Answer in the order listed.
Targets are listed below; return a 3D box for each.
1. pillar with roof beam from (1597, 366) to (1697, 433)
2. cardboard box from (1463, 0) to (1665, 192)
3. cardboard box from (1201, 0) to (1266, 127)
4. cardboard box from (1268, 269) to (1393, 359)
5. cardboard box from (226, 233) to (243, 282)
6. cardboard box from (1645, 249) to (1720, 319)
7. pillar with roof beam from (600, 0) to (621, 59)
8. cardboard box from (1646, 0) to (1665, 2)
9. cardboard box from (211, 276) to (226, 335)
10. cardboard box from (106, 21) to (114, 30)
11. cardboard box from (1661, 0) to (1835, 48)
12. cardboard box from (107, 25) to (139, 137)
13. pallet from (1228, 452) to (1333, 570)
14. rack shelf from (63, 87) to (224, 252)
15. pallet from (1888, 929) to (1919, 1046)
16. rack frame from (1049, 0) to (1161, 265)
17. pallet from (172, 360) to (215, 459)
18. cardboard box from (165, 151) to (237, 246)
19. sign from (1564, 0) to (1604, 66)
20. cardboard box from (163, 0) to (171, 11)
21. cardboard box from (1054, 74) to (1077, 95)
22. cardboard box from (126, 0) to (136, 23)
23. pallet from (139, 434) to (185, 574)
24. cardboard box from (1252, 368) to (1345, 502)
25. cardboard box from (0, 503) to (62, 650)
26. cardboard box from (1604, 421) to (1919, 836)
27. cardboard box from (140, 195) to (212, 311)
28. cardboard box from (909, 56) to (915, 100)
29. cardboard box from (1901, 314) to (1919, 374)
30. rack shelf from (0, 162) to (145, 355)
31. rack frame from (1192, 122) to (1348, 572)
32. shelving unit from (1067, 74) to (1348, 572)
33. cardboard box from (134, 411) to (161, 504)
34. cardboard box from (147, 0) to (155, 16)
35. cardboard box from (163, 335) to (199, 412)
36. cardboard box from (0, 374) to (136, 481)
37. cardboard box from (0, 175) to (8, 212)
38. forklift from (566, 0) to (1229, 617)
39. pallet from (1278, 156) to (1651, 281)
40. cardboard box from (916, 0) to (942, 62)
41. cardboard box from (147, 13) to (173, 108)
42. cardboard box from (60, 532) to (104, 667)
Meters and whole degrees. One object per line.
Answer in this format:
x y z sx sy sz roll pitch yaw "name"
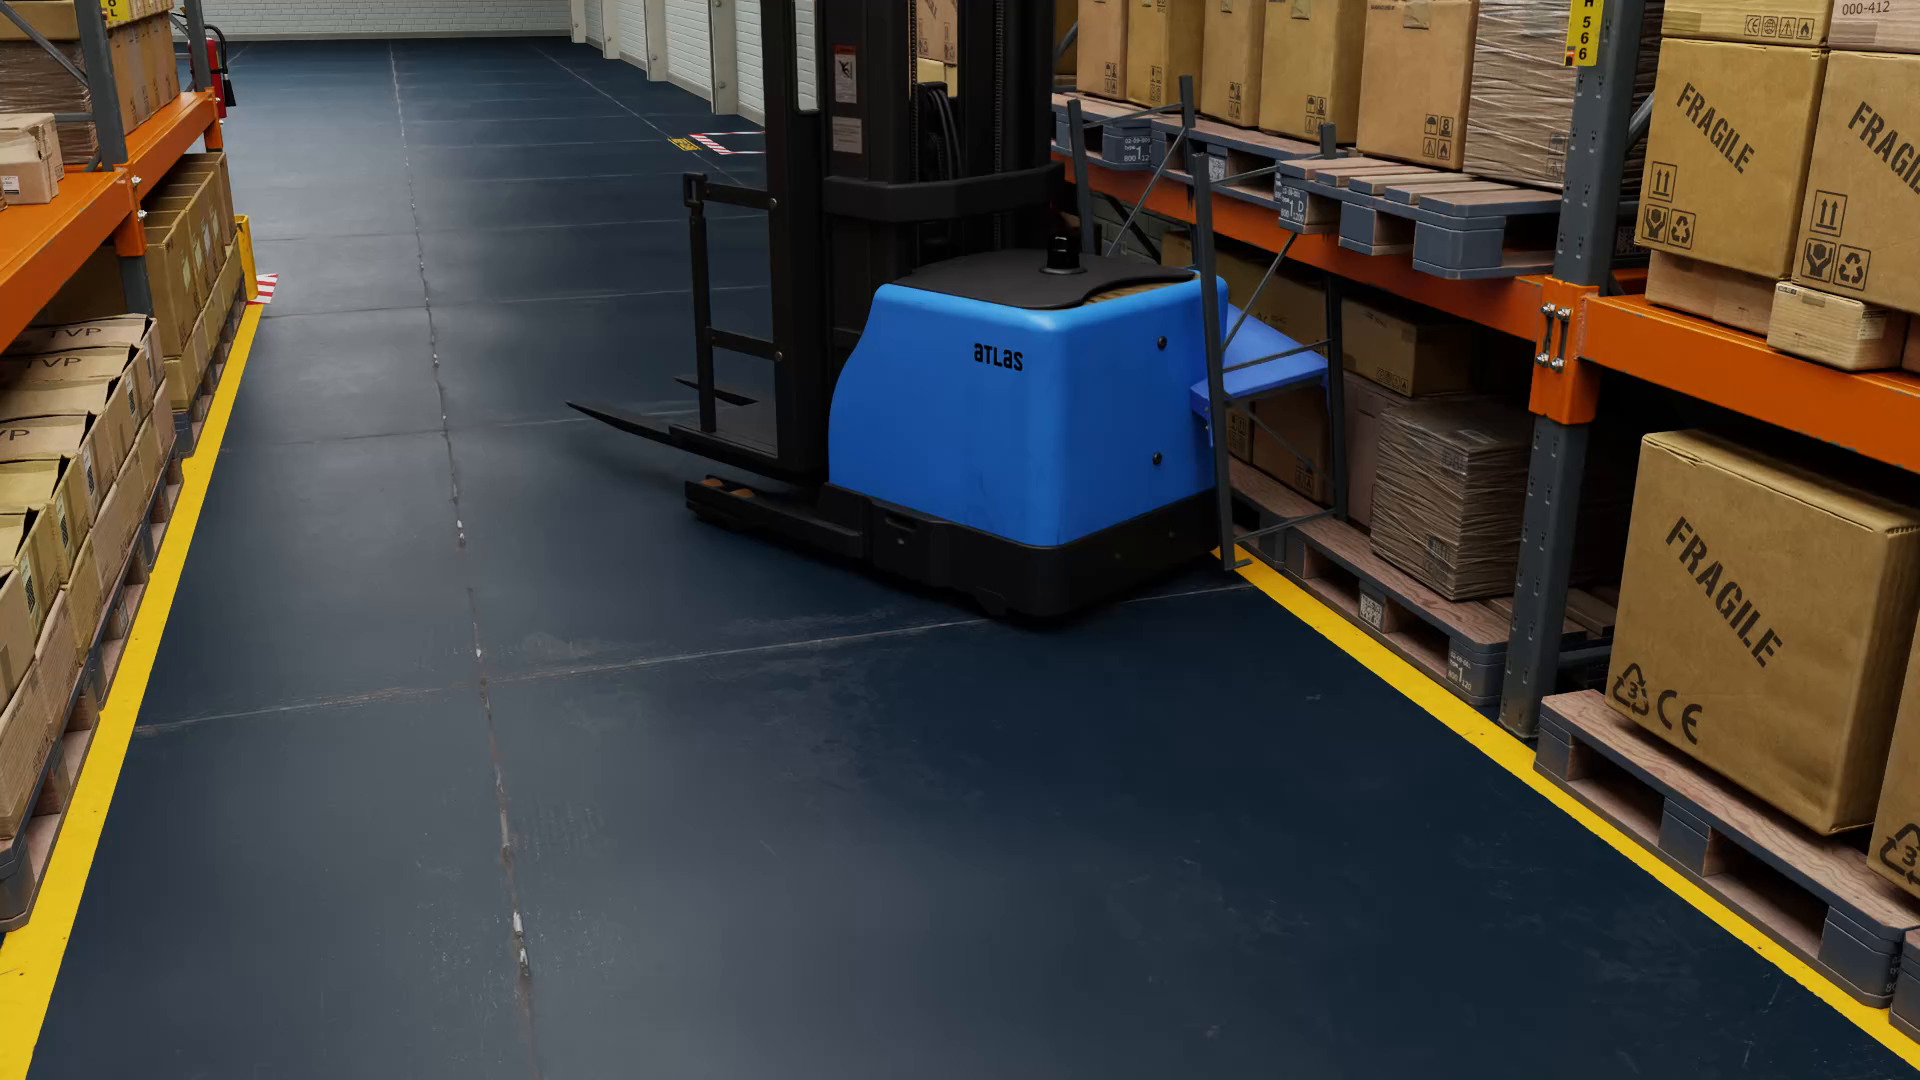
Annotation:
-1.597 -3.776 3.617 9.100 9.000 0.400 -6 21 -17 "pillar with roof beam"
1.920 -1.305 4.813 0.700 0.500 0.500 -9 22 -24 "cardboard box"
1.353 -1.884 6.425 0.700 0.500 0.500 -4 20 -10 "cardboard box"
1.515 -0.864 6.322 0.500 0.250 0.500 -6 21 -17 "cardboard box"
-4.690 -1.704 10.168 0.500 0.250 0.500 -6 21 -17 "cardboard box"
1.961 -0.662 4.164 0.380 0.149 0.250 -7 21 -18 "cardboard box"
-11.026 -13.403 30.420 9.100 9.000 0.400 -6 21 -17 "pillar with roof beam"
1.940 -1.568 4.586 0.380 0.149 0.250 -9 22 -24 "cardboard box"
-4.207 -1.223 8.832 0.500 0.250 0.500 -6 21 -17 "cardboard box"
-4.027 -2.363 7.451 0.380 0.149 0.250 -7 21 -18 "cardboard box"
1.984 -1.268 3.782 0.500 0.250 0.500 -6 21 -16 "cardboard box"
-4.353 -2.176 7.889 0.700 0.500 0.500 -6 21 -16 "cardboard box"
1.453 -0.230 6.745 1.003 0.211 1.213 -6 21 -17 "pallet"
-4.510 -1.960 8.501 1.077 0.370 4.000 -6 21 -17 "rack shelf"
2.633 1.063 3.144 1.003 0.211 1.213 -6 21 -17 "pallet"
0.820 -2.185 8.061 1.000 3.000 0.127 -6 21 -17 "rack frame"
-4.092 -0.604 7.787 1.003 0.211 1.213 -6 21 -17 "pallet"
-4.688 -2.057 10.042 0.500 0.500 0.500 -6 21 -17 "cardboard box"
1.565 -1.348 4.136 0.100 0.325 0.005 -6 21 -17 "sign"
-4.754 -3.107 9.521 0.380 0.149 0.250 -6 21 -16 "cardboard box"
0.383 -2.243 8.417 0.500 0.250 0.500 -6 21 -17 "cardboard box"
-4.272 -2.613 8.146 0.380 0.149 0.250 -7 21 -18 "cardboard box"
-3.613 -0.112 6.417 1.003 0.211 1.213 -6 21 -17 "pallet"
1.567 -0.491 6.394 0.700 0.500 0.500 -7 21 -17 "cardboard box"
-2.683 0.092 4.339 0.500 0.311 0.500 -7 21 -19 "cardboard box"
2.184 0.163 4.084 0.750 0.750 0.750 -7 21 -18 "cardboard box"
-4.044 -1.416 8.260 0.500 0.500 0.500 -6 21 -17 "cardboard box"
-0.097 -2.725 9.758 0.500 0.250 0.500 -6 21 -17 "cardboard box"
2.231 -0.418 3.485 0.380 0.149 0.250 -7 21 -18 "cardboard box"
-3.253 -0.677 4.927 1.077 0.370 4.000 -6 21 -17 "rack shelf"
1.071 -0.619 5.644 0.500 1.500 0.032 -16 28 -14 "rack frame"
0.901 -0.819 6.079 0.538 1.500 1.048 -16 28 -14 "shelving unit"
-3.319 -0.296 6.249 0.500 0.250 0.500 -7 21 -18 "cardboard box"
-4.514 -2.860 8.833 0.380 0.149 0.250 -6 21 -16 "cardboard box"
-3.739 -0.742 7.490 0.500 0.250 0.500 -6 21 -17 "cardboard box"
-3.158 -0.398 5.705 0.500 0.311 0.500 -6 21 -17 "cardboard box"
-3.490 -1.287 5.414 0.500 0.500 0.500 -5 20 -13 "cardboard box"
-0.454 -1.525 6.328 3.031 2.935 1.130 18 26 40 "forklift"
1.752 -1.028 5.125 1.213 0.211 1.003 -6 21 -17 "pallet"
0.068 -2.917 9.185 0.500 0.500 0.500 -7 21 -19 "cardboard box"
-4.834 -2.669 9.261 0.700 0.500 0.500 -6 21 -16 "cardboard box"
-2.838 0.196 4.879 0.500 0.250 0.500 -7 21 -19 "cardboard box"
